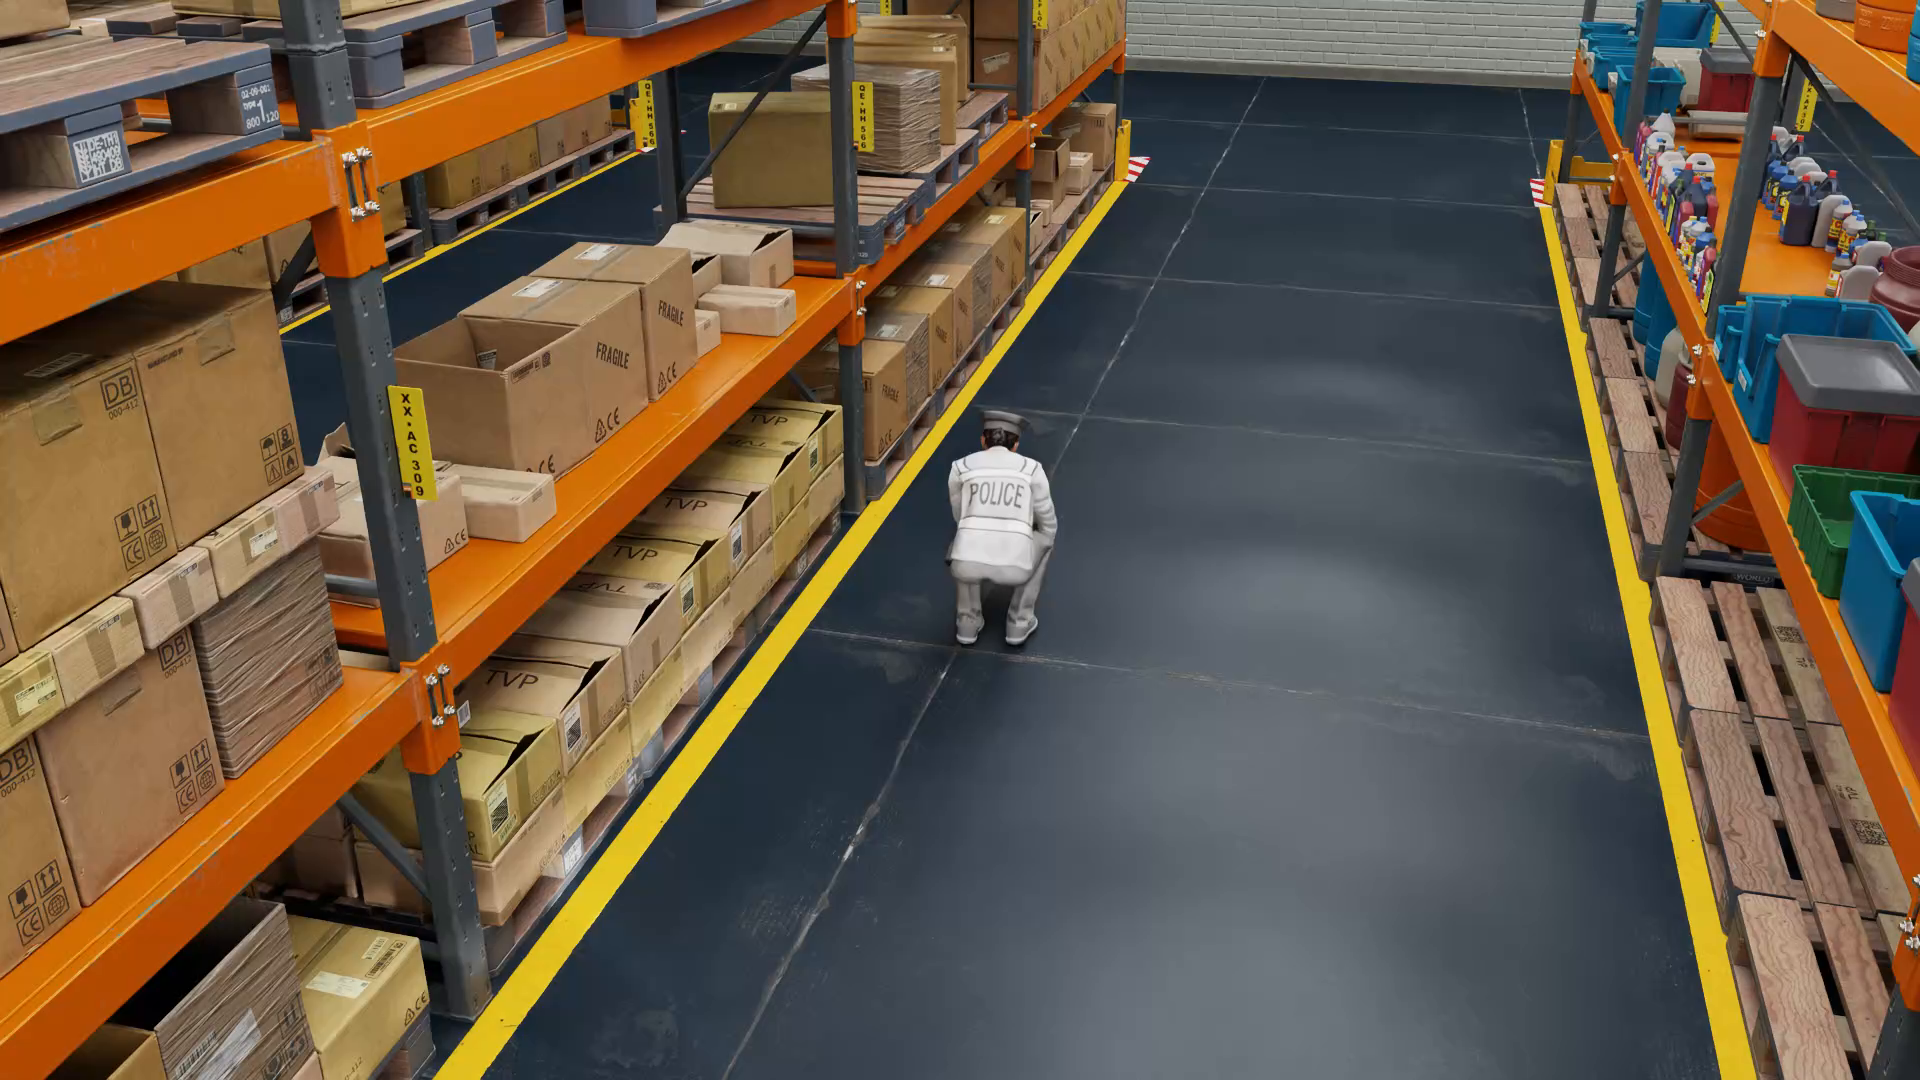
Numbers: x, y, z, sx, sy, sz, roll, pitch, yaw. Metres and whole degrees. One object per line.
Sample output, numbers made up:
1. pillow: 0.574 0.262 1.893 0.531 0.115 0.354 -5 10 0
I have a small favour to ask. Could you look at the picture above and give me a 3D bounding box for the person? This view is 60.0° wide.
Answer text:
1. person: 0.167 -0.049 7.524 0.491 0.975 0.817 6 26 12
